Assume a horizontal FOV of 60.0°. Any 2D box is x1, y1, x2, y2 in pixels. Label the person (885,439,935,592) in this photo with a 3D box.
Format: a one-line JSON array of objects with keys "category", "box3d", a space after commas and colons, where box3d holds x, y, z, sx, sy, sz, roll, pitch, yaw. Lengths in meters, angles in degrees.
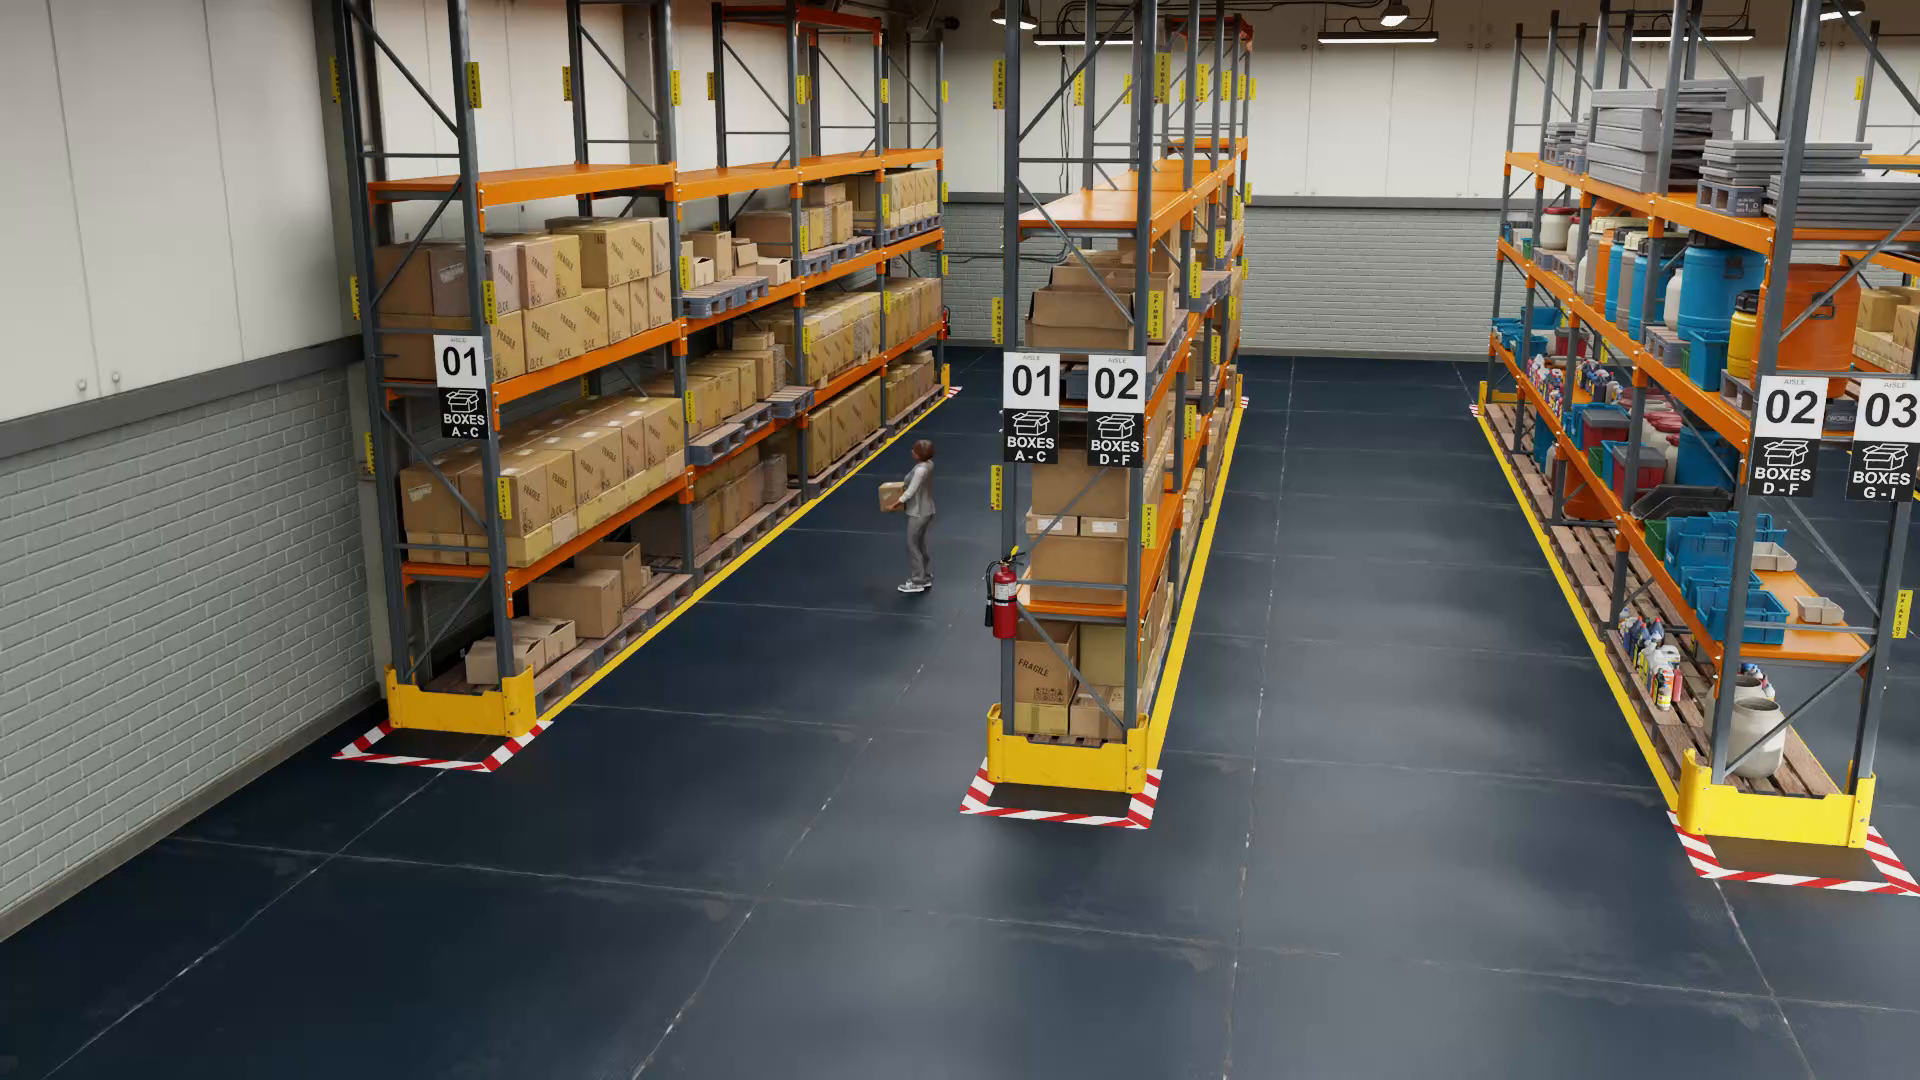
[{"category": "person", "box3d": [-0.496, -0.262, 17.028, 0.494, 1.588, 0.408, 3, 15, 11]}]
